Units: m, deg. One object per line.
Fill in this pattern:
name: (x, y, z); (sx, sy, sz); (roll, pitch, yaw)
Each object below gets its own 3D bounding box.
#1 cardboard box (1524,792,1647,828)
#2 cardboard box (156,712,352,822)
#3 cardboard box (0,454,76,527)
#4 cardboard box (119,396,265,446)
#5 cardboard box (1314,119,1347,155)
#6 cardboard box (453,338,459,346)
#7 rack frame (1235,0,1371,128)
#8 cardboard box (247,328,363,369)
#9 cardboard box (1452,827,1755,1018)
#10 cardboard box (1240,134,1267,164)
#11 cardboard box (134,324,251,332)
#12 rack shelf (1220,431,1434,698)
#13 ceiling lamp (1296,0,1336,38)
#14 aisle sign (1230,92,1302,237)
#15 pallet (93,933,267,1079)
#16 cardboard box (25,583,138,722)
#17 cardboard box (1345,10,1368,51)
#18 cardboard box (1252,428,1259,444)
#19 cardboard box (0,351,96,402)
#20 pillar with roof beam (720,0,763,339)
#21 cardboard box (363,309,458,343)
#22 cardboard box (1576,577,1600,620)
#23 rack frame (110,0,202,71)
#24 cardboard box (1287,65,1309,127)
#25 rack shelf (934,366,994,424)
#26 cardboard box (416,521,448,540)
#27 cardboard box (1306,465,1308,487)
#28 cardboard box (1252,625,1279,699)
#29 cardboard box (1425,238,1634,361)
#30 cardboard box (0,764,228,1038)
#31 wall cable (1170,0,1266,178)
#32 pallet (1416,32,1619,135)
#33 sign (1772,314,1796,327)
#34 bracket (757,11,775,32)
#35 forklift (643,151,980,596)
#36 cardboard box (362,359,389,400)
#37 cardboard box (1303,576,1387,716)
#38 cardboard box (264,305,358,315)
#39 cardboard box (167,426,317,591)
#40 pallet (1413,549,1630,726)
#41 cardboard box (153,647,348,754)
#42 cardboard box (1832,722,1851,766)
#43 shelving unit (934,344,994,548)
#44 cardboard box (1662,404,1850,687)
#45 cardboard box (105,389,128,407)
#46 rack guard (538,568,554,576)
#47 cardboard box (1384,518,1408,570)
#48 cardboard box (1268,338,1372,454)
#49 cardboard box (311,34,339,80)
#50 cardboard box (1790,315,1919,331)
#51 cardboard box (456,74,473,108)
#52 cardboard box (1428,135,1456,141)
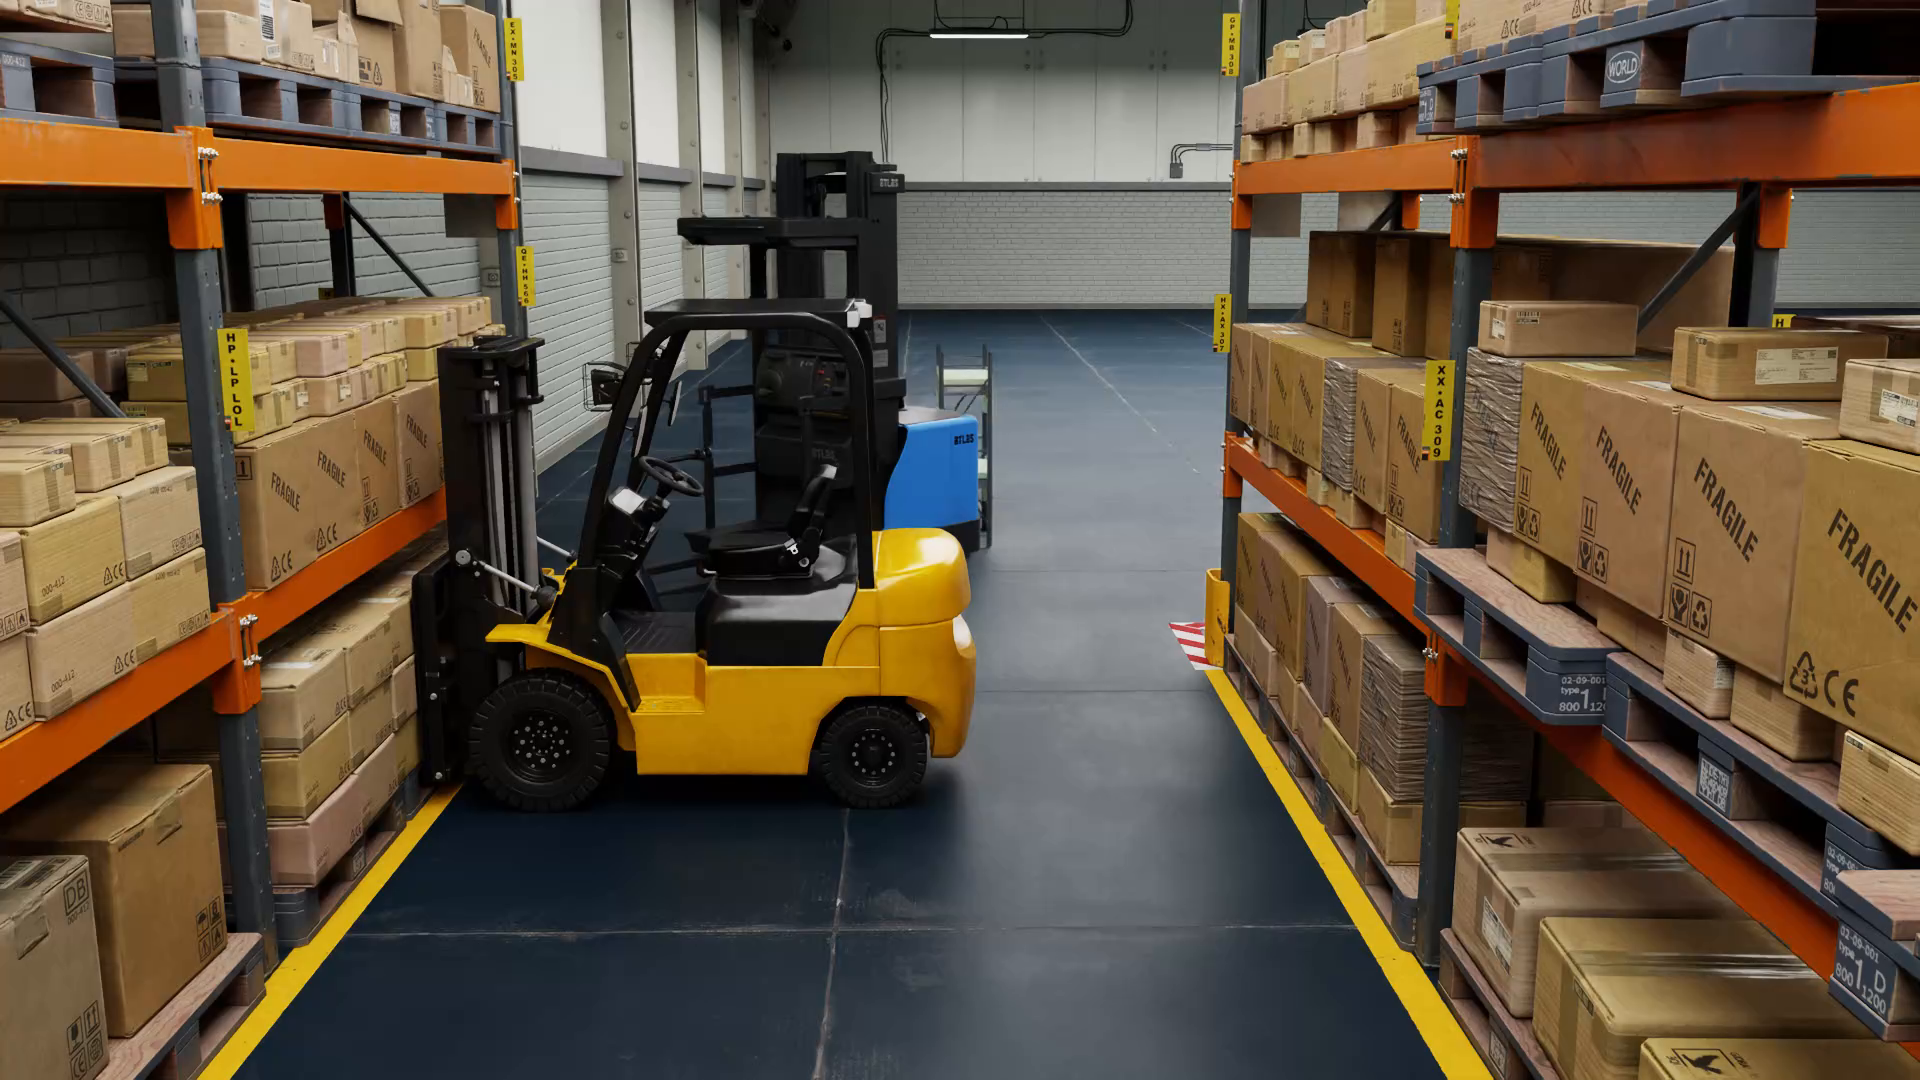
cardboard box: (2.359, 1.024, 6.329); (0.500, 0.250, 0.500); (-1, 11, -4)
cardboard box: (-2.563, 0.821, 6.071); (0.500, 0.250, 0.500); (0, 11, -1)
cardboard box: (-2.519, -0.127, 4.256); (0.380, 0.149, 0.250); (-1, 11, -3)
cardboard box: (-2.605, -0.410, 5.653); (0.380, 0.149, 0.250); (0, 11, -2)
cardboard box: (1.777, -1.765, 7.305); (0.380, 0.149, 0.250); (-1, 11, -3)
cardboard box: (-2.684, -0.921, 8.172); (0.380, 0.149, 0.250); (0, 11, -2)
rack frame: (2.018, -3.735, 8.836); (1.000, 3.000, 0.127); (0, 11, -1)
cardboard box: (-2.617, -0.761, 6.636); (0.380, 0.149, 0.250); (0, 11, -2)
cardboard box: (2.114, 1.187, 5.219); (0.950, 0.372, 0.625); (0, 11, 0)
cardboard box: (1.700, -2.075, 8.828); (0.380, 0.149, 0.250); (0, 11, -1)
cardboard box: (-3.165, -0.808, 6.867); (0.380, 0.149, 0.250); (0, 11, -2)
rack shelf: (2.060, -0.045, 7.545); (1.077, 0.370, 4.000); (0, 11, -1)
ceiling lamp: (7.766, -11.678, 33.306); (2.000, 3.185, 0.800); (0, 11, -1)
aisle sign: (1.707, -2.080, 9.229); (0.394, 0.787, 0.004); (0, 11, -1)
pallet: (-2.807, 1.534, 4.965); (1.003, 0.211, 1.213); (0, 11, -1)
cardboard box: (-2.574, 0.294, 4.443); (0.500, 0.250, 0.500); (0, 11, -1)
cardboard box: (1.782, -2.057, 6.737); (0.380, 0.149, 0.250); (0, 11, 0)
cardboard box: (1.818, -0.603, 9.121); (0.380, 0.149, 0.250); (0, 11, -1)
cardboard box: (-3.170, -0.554, 5.612); (0.380, 0.149, 0.250); (0, 11, -1)
pillar with roof beam: (-0.023, -8.360, 31.635); (9.100, 9.000, 0.548); (0, 11, -1)
cardboard box: (-2.610, -1.014, 7.883); (0.380, 0.149, 0.250); (0, 11, 0)
cardboard box: (1.875, 0.134, 4.428); (0.380, 0.149, 0.250); (1, 11, 2)
rack frame: (-2.862, -2.919, 4.813); (1.000, 3.000, 0.127); (0, 11, -1)
cardboard box: (1.798, -2.033, 7.622); (0.500, 0.250, 0.500); (0, 11, 1)
rack shelf: (0.027, -1.127, 12.878); (0.431, 0.370, 0.720); (0, 11, -2)
cardboard box: (-2.607, 0.070, 8.516); (0.500, 0.250, 0.500); (0, 11, 0)
cardboard box: (1.802, -0.293, 7.593); (0.380, 0.149, 0.250); (-1, 11, -3)
cardboard box: (1.761, 0.610, 8.368); (0.500, 0.250, 0.500); (0, 11, 1)
cardboard box: (2.337, -0.974, 6.804); (0.700, 0.500, 0.500); (0, 11, -2)
cardboard box: (-2.840, 1.083, 5.093); (0.875, 0.625, 0.625); (0, 11, 1)
wall cable: (6.302, -11.829, 40.178); (2.305, 6.003, 0.169); (0, 11, -1)
pallet: (2.007, -1.255, 4.627); (1.213, 0.211, 1.003); (0, 11, -1)
sign: (2.656, -0.570, 5.413); (0.100, 0.325, 0.005); (0, 11, -1)
bracket: (-4.034, -10.706, 34.145); (0.076, 0.066, 4.783); (0, 11, -1)
forklift: (-1.201, -1.140, 11.307); (1.130, 2.935, 3.031); (10, 15, 40)
cardboard box: (-2.603, -0.665, 6.907); (0.380, 0.149, 0.250); (-1, 11, -3)
cardboard box: (1.796, 0.455, 7.243); (0.500, 0.500, 0.500); (0, 11, 2)
cardboard box: (-3.169, -1.065, 8.133); (0.380, 0.149, 0.250); (0, 11, -1)
cardboard box: (-2.610, -0.117, 5.839); (0.500, 0.500, 0.500); (-1, 11, -3)
pallet: (1.971, 0.247, 4.781); (1.003, 0.211, 1.213); (0, 11, -1)
cardboard box: (-2.558, 0.576, 6.022); (0.500, 0.250, 0.500); (0, 11, -2)
cardboard box: (1.918, 0.390, 3.166); (0.380, 0.149, 0.250); (0, 11, -1)
shelving unit: (0.027, -0.744, 12.955); (0.431, 1.500, 0.755); (0, 11, -2)
cardboard box: (1.853, -0.006, 3.488); (0.500, 0.500, 0.500); (-1, 11, -3)
cardboard box: (-3.165, -0.458, 5.889); (0.380, 0.149, 0.250); (-1, 11, -3)
rack guard: (-2.945, 0.447, 9.601); (1.175, 0.500, 0.348); (0, 11, -1)
cardboard box: (1.777, 0.011, 6.092); (0.380, 0.149, 0.250); (0, 11, 0)
cardboard box: (1.776, -0.690, 7.917); (0.500, 0.500, 0.500); (0, 11, -2)
cardboard box: (-2.583, -1.824, 6.283); (0.380, 0.149, 0.250); (0, 11, 1)
cardboard box: (2.363, -0.490, 4.245); (0.380, 0.149, 0.250); (-1, 11, -3)
cardboard box: (-2.624, -2.212, 8.198); (0.380, 0.149, 0.250); (-1, 11, -3)
cardboard box: (1.789, -1.408, 5.544); (0.380, 0.149, 0.250); (0, 11, -1)
